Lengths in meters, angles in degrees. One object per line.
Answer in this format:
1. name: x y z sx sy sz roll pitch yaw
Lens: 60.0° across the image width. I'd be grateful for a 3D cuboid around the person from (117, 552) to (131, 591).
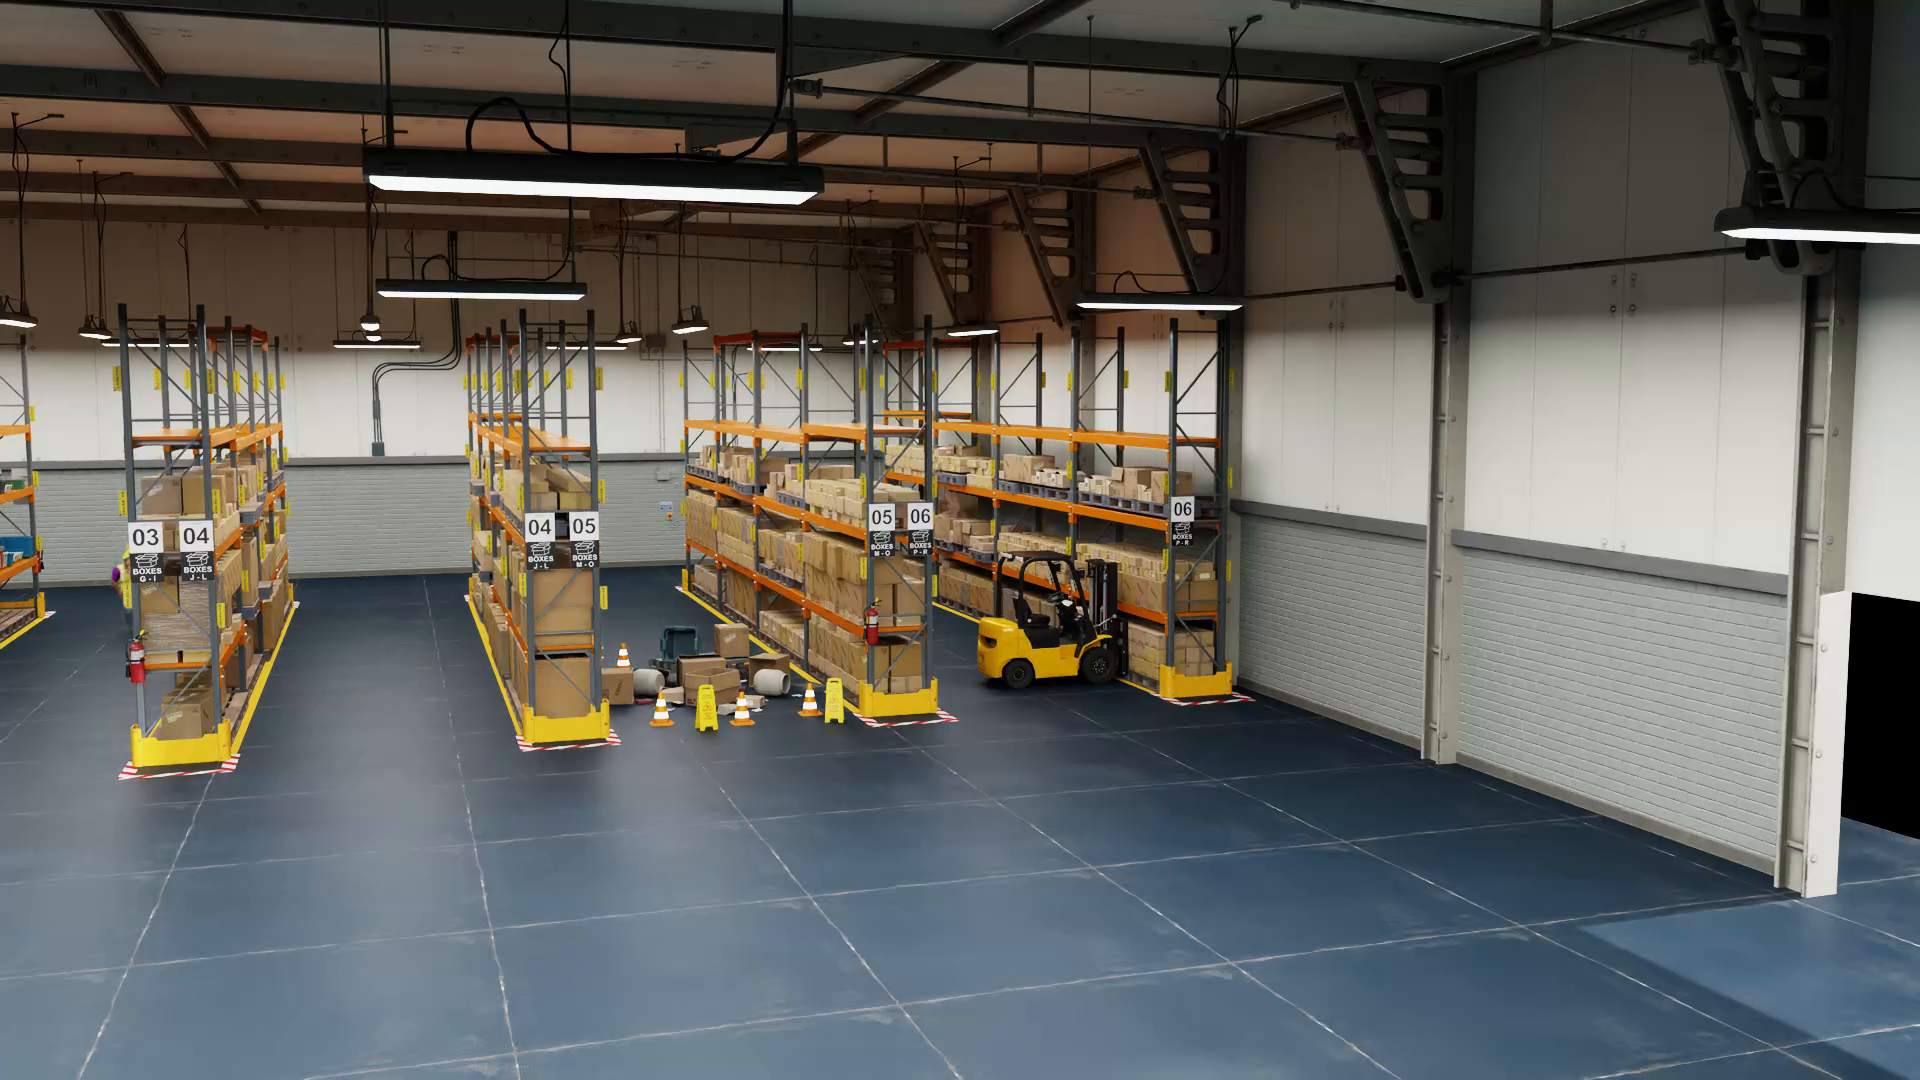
1. person: -16.355 0.647 32.775 0.458 0.858 0.554 -4 7 -36
